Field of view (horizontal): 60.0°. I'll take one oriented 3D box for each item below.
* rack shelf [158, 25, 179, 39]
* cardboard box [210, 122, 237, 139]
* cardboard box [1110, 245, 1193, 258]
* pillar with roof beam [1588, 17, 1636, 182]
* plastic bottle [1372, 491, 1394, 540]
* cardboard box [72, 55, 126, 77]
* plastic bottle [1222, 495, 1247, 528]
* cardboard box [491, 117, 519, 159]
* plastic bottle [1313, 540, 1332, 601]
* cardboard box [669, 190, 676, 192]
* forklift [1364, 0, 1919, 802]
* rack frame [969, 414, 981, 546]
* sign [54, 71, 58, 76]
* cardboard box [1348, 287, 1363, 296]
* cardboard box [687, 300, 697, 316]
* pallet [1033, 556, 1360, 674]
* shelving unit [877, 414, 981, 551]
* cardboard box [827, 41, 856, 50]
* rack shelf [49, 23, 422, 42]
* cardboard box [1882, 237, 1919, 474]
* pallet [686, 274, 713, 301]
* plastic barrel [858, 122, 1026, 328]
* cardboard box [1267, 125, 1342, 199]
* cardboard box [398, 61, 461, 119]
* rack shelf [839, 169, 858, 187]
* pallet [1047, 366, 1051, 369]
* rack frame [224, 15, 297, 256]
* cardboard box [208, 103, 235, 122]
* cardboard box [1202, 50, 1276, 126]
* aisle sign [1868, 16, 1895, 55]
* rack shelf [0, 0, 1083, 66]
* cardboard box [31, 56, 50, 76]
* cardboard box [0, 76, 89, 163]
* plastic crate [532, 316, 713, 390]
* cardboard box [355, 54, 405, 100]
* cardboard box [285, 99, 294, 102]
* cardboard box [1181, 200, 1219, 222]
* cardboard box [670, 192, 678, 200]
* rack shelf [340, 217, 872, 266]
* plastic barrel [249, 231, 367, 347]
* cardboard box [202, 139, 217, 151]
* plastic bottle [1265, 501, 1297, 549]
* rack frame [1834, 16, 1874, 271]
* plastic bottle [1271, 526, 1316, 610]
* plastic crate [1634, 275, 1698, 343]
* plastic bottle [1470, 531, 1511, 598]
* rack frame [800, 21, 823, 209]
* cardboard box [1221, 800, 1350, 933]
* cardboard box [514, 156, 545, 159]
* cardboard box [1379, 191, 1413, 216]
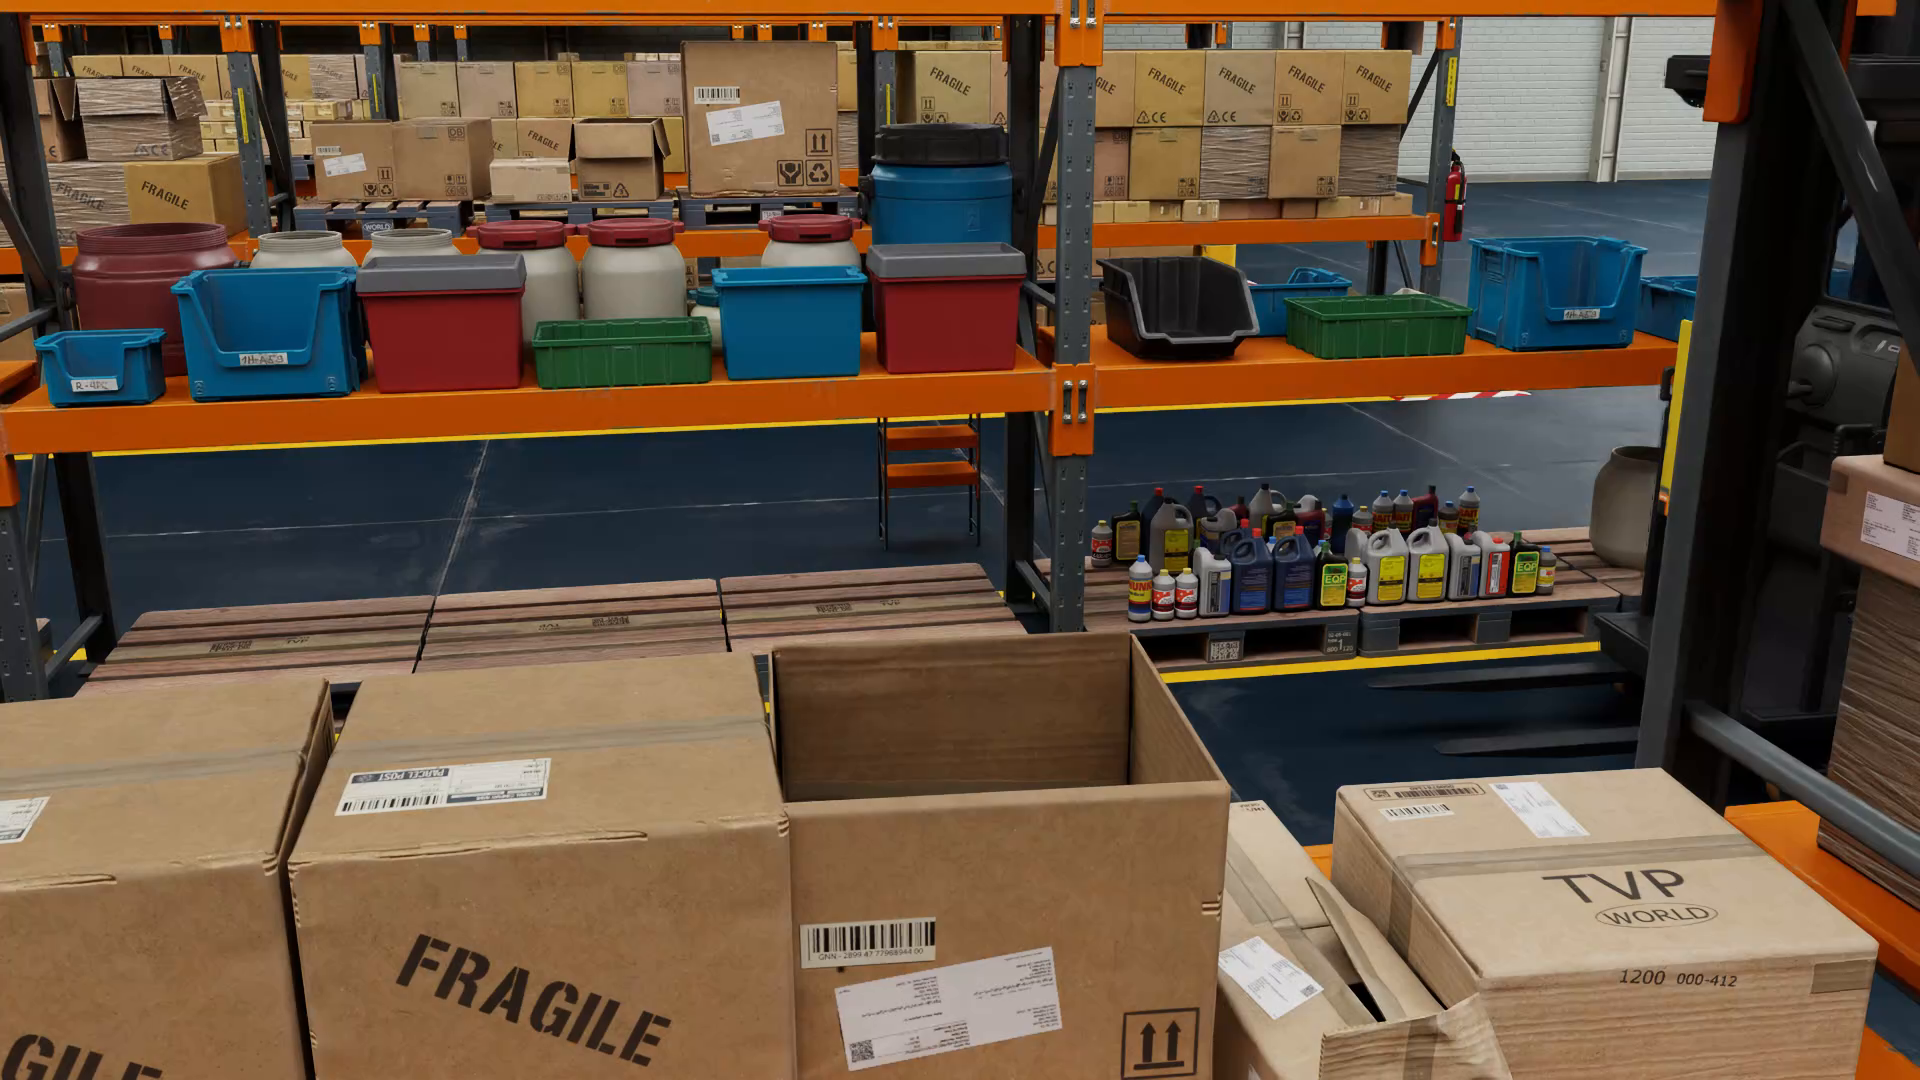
[{"bbox_3d":[-13.225,-7.255,23.438,4.000,0.370,1.077,-3,17,-10],"label":"rack shelf"},{"bbox_3d":[-6.514,-3.666,14.845,0.250,0.149,0.380,-3,17,-10],"label":"cardboard box"},{"bbox_3d":[1.851,-3.221,17.092,0.875,0.875,0.875,-3,17,-10],"label":"cardboard box"},{"bbox_3d":[12.265,-9.460,24.287,0.400,9.000,9.100,-3,17,-10],"label":"pillar with roof beam"},{"bbox_3d":[2.012,-0.099,7.924,0.097,0.271,0.097,0,17,0],"label":"plastic bottle"},{"bbox_3d":[-9.829,-5.313,19.126,0.500,0.500,0.500,-3,17,-10],"label":"cardboard box"},{"bbox_3d":[1.277,-0.069,7.804,0.133,0.283,0.061,-2,17,-7],"label":"plastic bottle"},{"bbox_3d":[-4.360,-3.671,15.484,0.500,0.500,0.500,-3,17,-11],"label":"cardboard box"},{"bbox_3d":[1.552,0.133,7.168,0.097,0.271,0.097,0,17,0],"label":"plastic bottle"},{"bbox_3d":[-4.680,-5.714,25.635,0.625,0.625,0.875,-3,17,-11],"label":"cardboard box"},{"bbox_3d":[3.081,-0.629,5.868,3.031,2.935,1.130,-3,17,-9],"label":"forklift"},{"bbox_3d":[0.077,-0.578,8.650,0.015,1.200,0.240,-3,17,-10],"label":"rack frame"},{"bbox_3d":[-10.209,-5.137,18.819,0.005,0.325,0.100,-3,17,-10],"label":"sign"},{"bbox_3d":[2.730,-1.633,12.561,0.500,0.500,0.500,0,17,0],"label":"cardboard box"},{"bbox_3d":[-1.660,-1.400,11.770,0.500,0.500,0.700,-3,17,-11],"label":"cardboard box"},{"bbox_3d":[1.026,0.301,7.471,1.213,0.211,1.003,-3,17,-10],"label":"pallet"},{"bbox_3d":[-0.163,-0.564,8.606,0.503,1.200,0.258,-3,17,-10],"label":"shelving unit"},{"bbox_3d":[-1.482,-5.943,20.672,0.500,0.500,0.700,-3,17,-10],"label":"cardboard box"},{"bbox_3d":[-8.352,-6.047,19.506,4.000,0.370,1.077,-3,17,-10],"label":"rack shelf"},{"bbox_3d":[1.729,-0.273,2.210,0.500,0.500,0.700,-3,17,-10],"label":"cardboard box"},{"bbox_3d":[-2.166,-2.472,16.500,1.213,0.211,1.003,-3,17,-10],"label":"pallet"},{"bbox_3d":[-0.078,-1.312,7.119,0.708,0.901,0.600,-3,17,-10],"label":"plastic barrel"},{"bbox_3d":[2.333,-2.762,12.017,0.500,0.500,0.875,-3,17,-10],"label":"cardboard box"},{"bbox_3d":[-4.908,-4.195,15.486,0.500,0.500,0.700,-3,17,-11],"label":"cardboard box"},{"bbox_3d":[0.541,-3.637,16.769,4.000,0.370,1.077,-3,17,-10],"label":"rack shelf"},{"bbox_3d":[0.072,-1.149,12.192,1.213,0.211,1.003,-3,17,-10],"label":"pallet"},{"bbox_3d":[-4.509,-2.211,10.902,0.127,3.000,1.000,-3,17,-10],"label":"rack frame"},{"bbox_3d":[-6.510,-3.808,14.802,0.250,0.149,0.380,-3,17,-9],"label":"cardboard box"},{"bbox_3d":[1.872,-3.166,11.632,0.500,0.500,0.500,-3,17,-10],"label":"cardboard box"},{"bbox_3d":[4.301,-2.560,7.610,0.004,0.787,0.394,-3,17,-10],"label":"aisle sign"},{"bbox_3d":[-1.605,-1.985,6.281,4.000,0.370,1.077,-3,17,-10],"label":"rack shelf"},{"bbox_3d":[-10.727,-5.265,18.972,0.500,0.500,0.500,-3,17,-11],"label":"cardboard box"},{"bbox_3d":[-5.870,-2.667,10.507,0.637,0.503,0.797,-3,17,-9],"label":"cardboard box"},{"bbox_3d":[-1.298,-0.726,6.429,0.662,0.188,0.450,-3,17,-10],"label":"plastic crate"},{"bbox_3d":[-6.847,-5.490,19.703,0.500,0.500,0.500,-4,17,-12],"label":"cardboard box"},{"bbox_3d":[-6.346,-4.014,15.470,0.250,0.149,0.380,-3,17,-11],"label":"cardboard box"},{"bbox_3d":[1.653,-2.347,11.774,0.250,0.149,0.380,-3,17,-10],"label":"cardboard box"},{"bbox_3d":[-3.681,-4.164,21.022,0.625,0.372,0.950,-2,17,-7],"label":"cardboard box"},{"bbox_3d":[-2.545,-1.979,11.370,4.000,0.370,1.077,-3,17,-10],"label":"rack shelf"},{"bbox_3d":[-2.599,-0.956,6.624,0.421,0.512,0.421,0,17,0],"label":"plastic barrel"},{"bbox_3d":[-6.753,-3.511,14.848,0.250,0.149,0.380,-4,18,-13],"label":"cardboard box"},{"bbox_3d":[1.486,-0.038,7.702,0.133,0.283,0.061,-3,17,-10],"label":"plastic bottle"},{"bbox_3d":[4.286,-1.229,7.704,0.127,3.000,1.000,-3,17,-10],"label":"rack frame"},{"bbox_3d":[1.415,0.114,7.094,0.185,0.351,0.144,-4,18,-13],"label":"plastic bottle"},{"bbox_3d":[3.212,-1.009,7.242,0.408,0.251,0.499,-3,17,-10],"label":"plastic crate"},{"bbox_3d":[2.313,0.098,7.275,0.135,0.276,0.152,-3,17,-10],"label":"plastic bottle"},{"bbox_3d":[-1.423,-3.869,16.301,0.127,3.000,1.000,-3,17,-10],"label":"rack frame"},{"bbox_3d":[0.386,0.532,2.397,0.250,0.149,0.380,-3,17,-10],"label":"cardboard box"},{"bbox_3d":[-2.922,-2.518,11.416,0.258,0.266,0.396,-4,17,-12],"label":"cardboard box"},{"bbox_3d":[3.106,-2.461,12.144,0.250,0.149,0.380,-3,17,-10],"label":"cardboard box"}]
